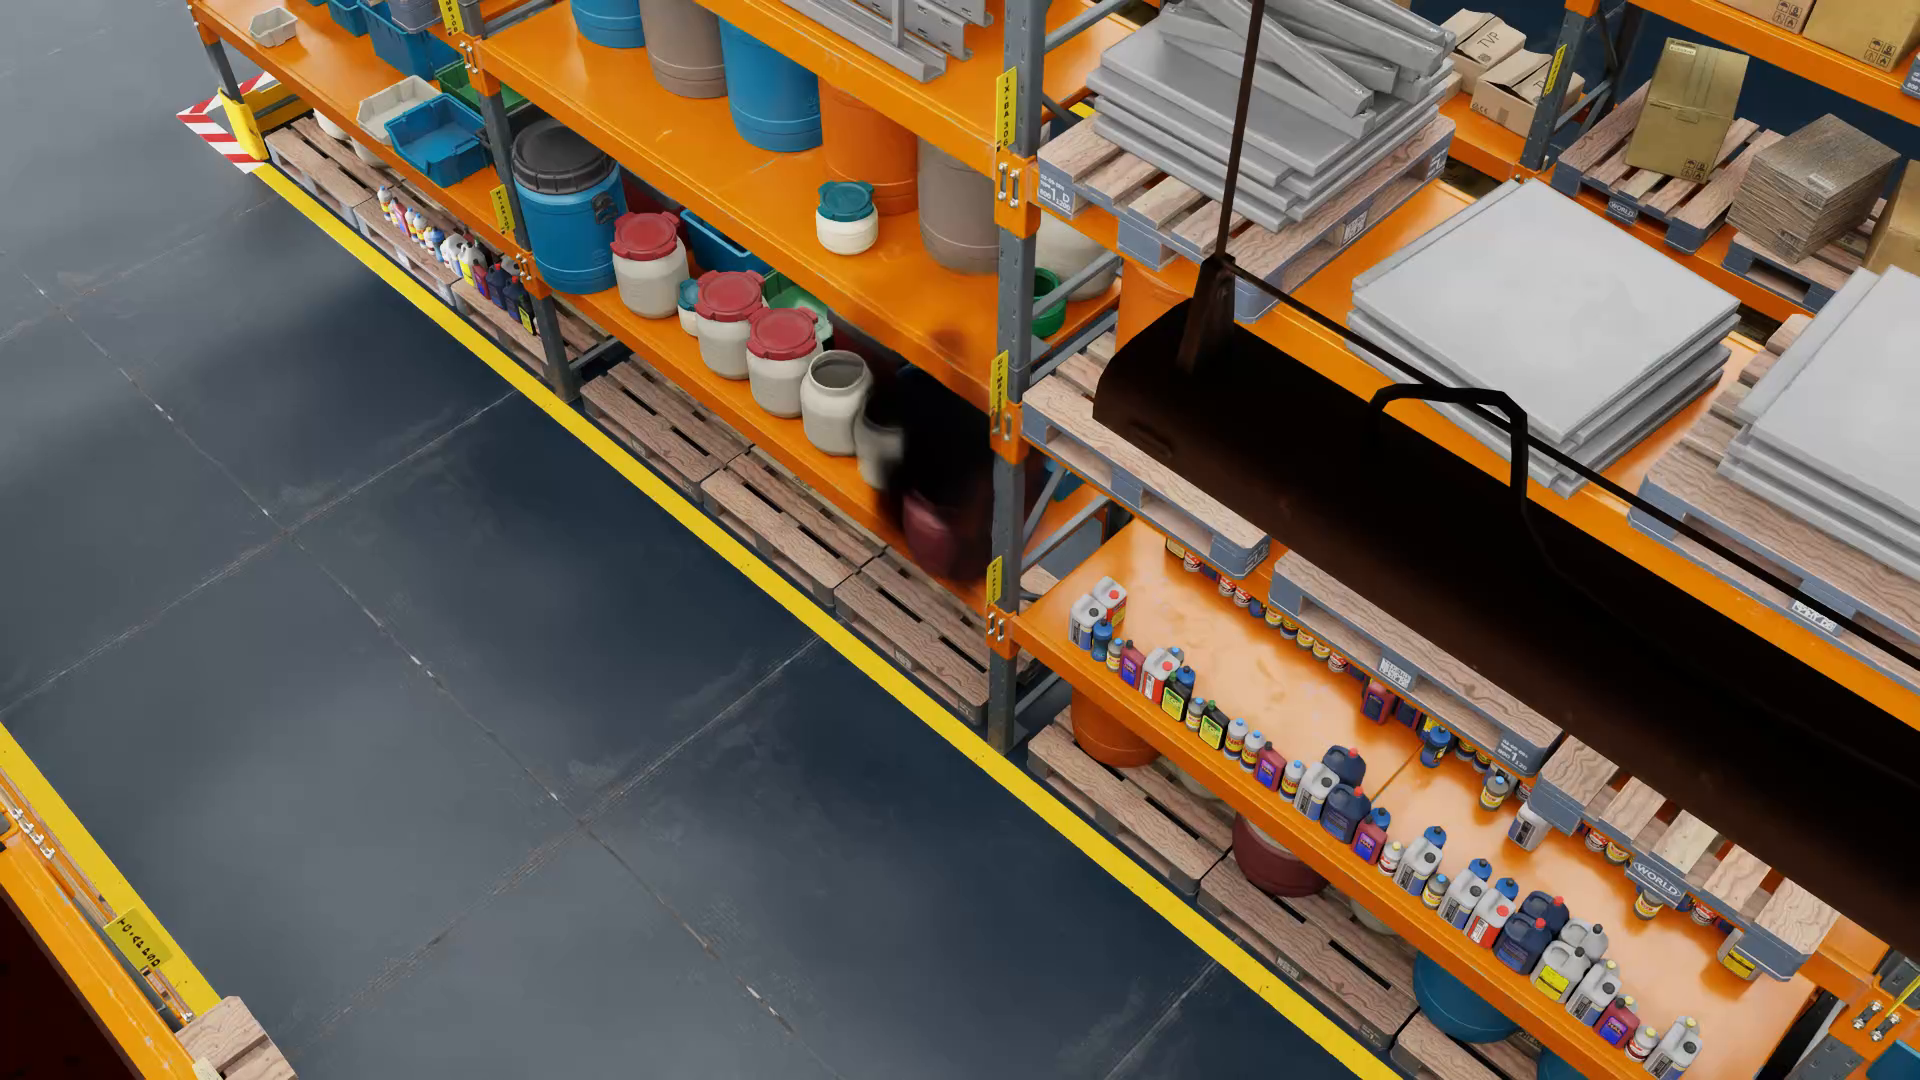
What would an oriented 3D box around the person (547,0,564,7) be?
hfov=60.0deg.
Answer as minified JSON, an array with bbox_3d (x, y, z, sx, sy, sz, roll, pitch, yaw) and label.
[{"bbox_3d":[-2.770,-3.875,12.527,0.633,1.777,0.760,-37,59,-27],"label":"person"}]
